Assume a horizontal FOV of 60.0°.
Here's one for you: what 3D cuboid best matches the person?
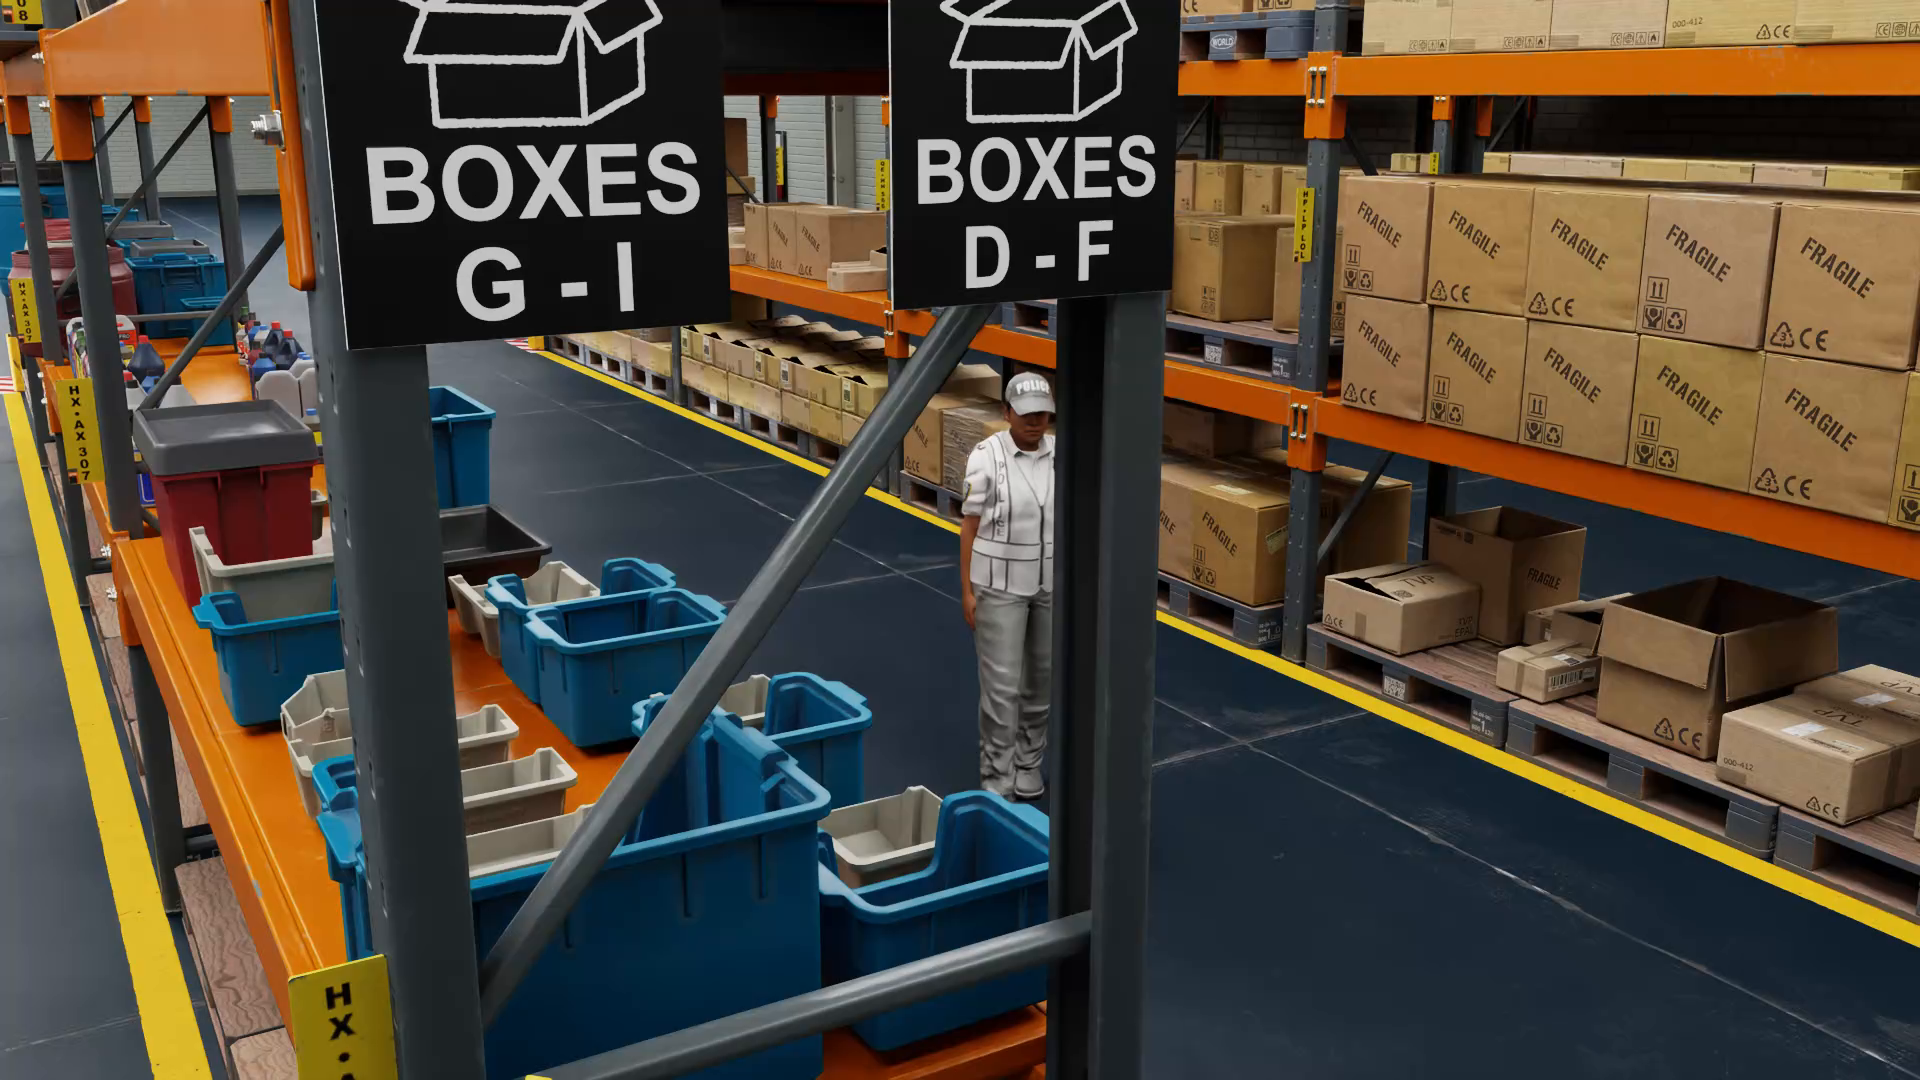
[{"bbox_3d":[0.278,0.209,6.215,0.481,1.656,0.592,-6,16,-20],"label":"person"}]
